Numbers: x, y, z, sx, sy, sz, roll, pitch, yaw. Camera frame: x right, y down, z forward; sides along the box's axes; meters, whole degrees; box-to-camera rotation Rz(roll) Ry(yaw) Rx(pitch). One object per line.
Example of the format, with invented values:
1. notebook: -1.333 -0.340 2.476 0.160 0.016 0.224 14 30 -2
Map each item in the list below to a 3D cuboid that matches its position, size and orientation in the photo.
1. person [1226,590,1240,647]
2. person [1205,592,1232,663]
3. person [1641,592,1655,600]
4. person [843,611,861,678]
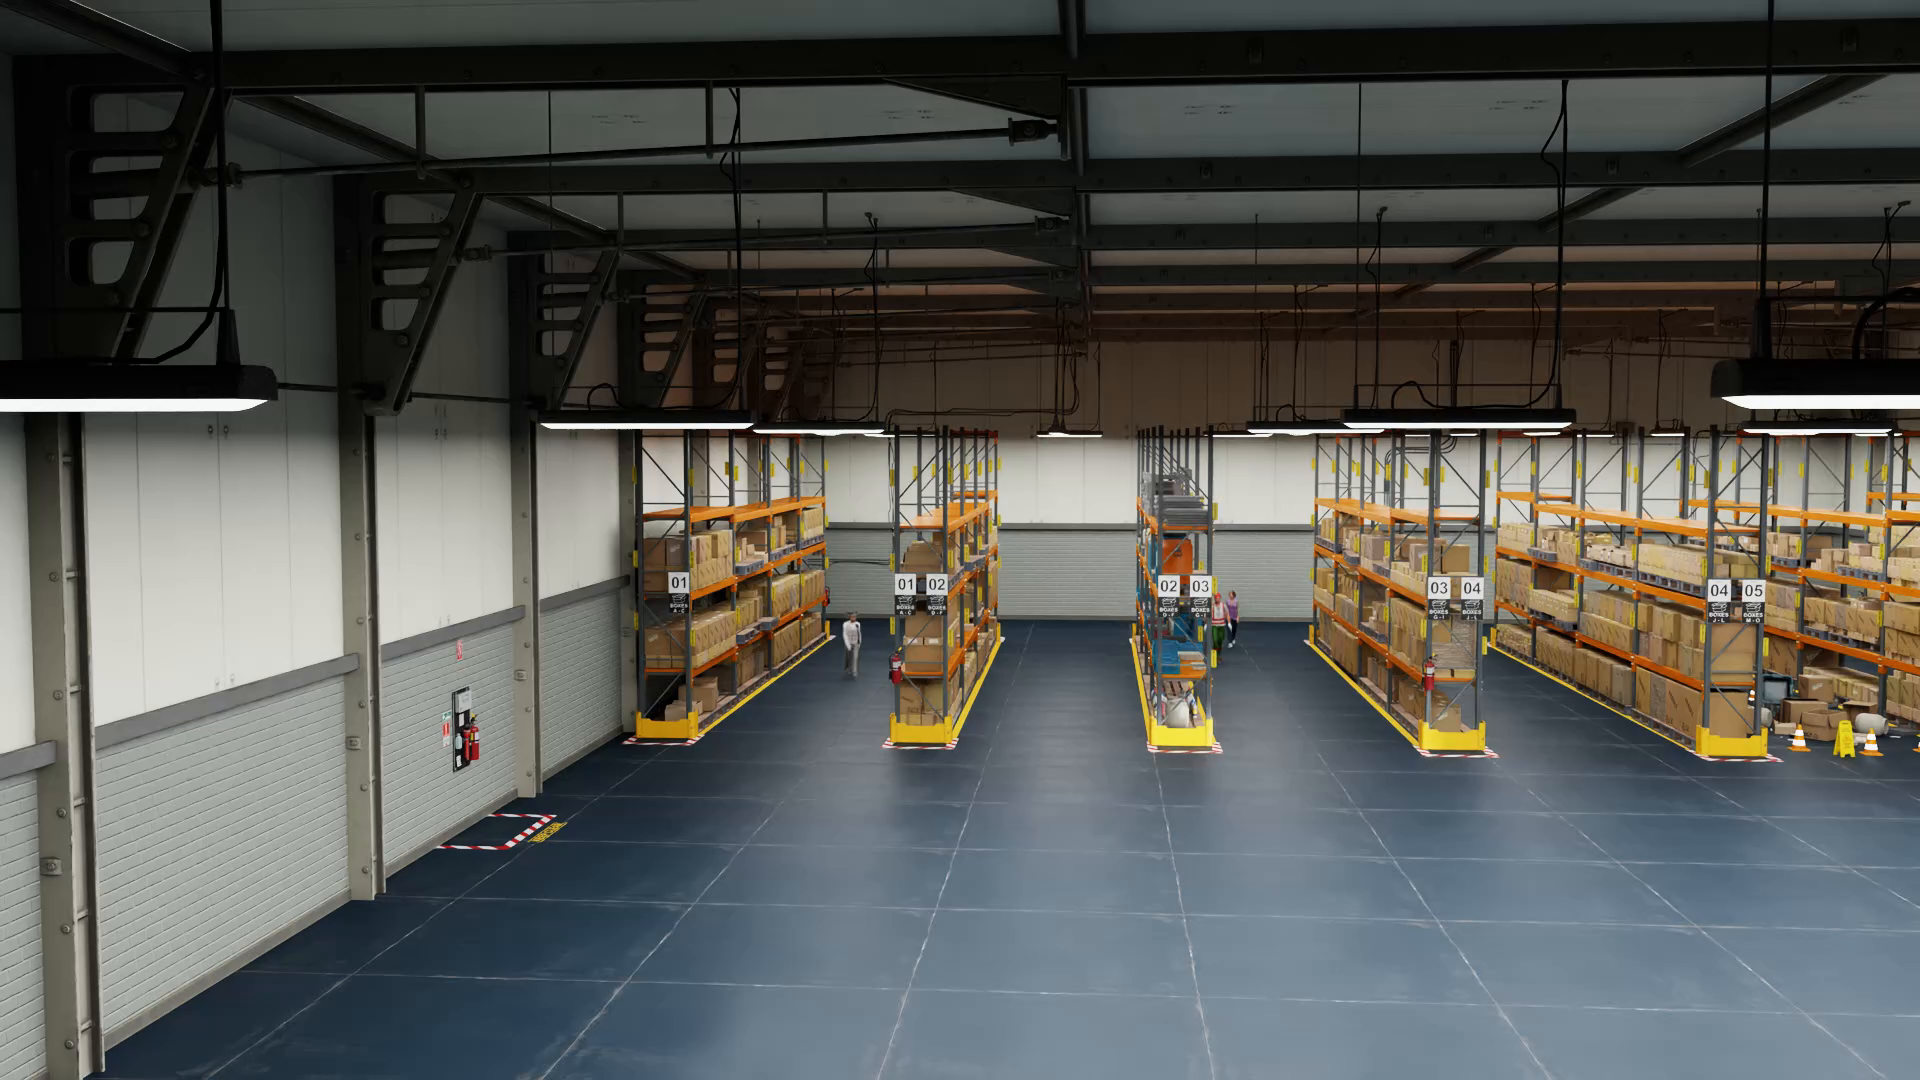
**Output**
1. person: 7.543 2.276 46.014 0.398 1.314 0.969 0 3 4
2. person: 6.690 2.273 43.055 0.657 1.843 0.561 0 3 -5
3. person: 19.671 1.989 47.604 1.111 1.736 0.592 0 3 -6
4. person: -2.601 2.502 40.158 0.466 1.577 1.067 -1 3 -11
